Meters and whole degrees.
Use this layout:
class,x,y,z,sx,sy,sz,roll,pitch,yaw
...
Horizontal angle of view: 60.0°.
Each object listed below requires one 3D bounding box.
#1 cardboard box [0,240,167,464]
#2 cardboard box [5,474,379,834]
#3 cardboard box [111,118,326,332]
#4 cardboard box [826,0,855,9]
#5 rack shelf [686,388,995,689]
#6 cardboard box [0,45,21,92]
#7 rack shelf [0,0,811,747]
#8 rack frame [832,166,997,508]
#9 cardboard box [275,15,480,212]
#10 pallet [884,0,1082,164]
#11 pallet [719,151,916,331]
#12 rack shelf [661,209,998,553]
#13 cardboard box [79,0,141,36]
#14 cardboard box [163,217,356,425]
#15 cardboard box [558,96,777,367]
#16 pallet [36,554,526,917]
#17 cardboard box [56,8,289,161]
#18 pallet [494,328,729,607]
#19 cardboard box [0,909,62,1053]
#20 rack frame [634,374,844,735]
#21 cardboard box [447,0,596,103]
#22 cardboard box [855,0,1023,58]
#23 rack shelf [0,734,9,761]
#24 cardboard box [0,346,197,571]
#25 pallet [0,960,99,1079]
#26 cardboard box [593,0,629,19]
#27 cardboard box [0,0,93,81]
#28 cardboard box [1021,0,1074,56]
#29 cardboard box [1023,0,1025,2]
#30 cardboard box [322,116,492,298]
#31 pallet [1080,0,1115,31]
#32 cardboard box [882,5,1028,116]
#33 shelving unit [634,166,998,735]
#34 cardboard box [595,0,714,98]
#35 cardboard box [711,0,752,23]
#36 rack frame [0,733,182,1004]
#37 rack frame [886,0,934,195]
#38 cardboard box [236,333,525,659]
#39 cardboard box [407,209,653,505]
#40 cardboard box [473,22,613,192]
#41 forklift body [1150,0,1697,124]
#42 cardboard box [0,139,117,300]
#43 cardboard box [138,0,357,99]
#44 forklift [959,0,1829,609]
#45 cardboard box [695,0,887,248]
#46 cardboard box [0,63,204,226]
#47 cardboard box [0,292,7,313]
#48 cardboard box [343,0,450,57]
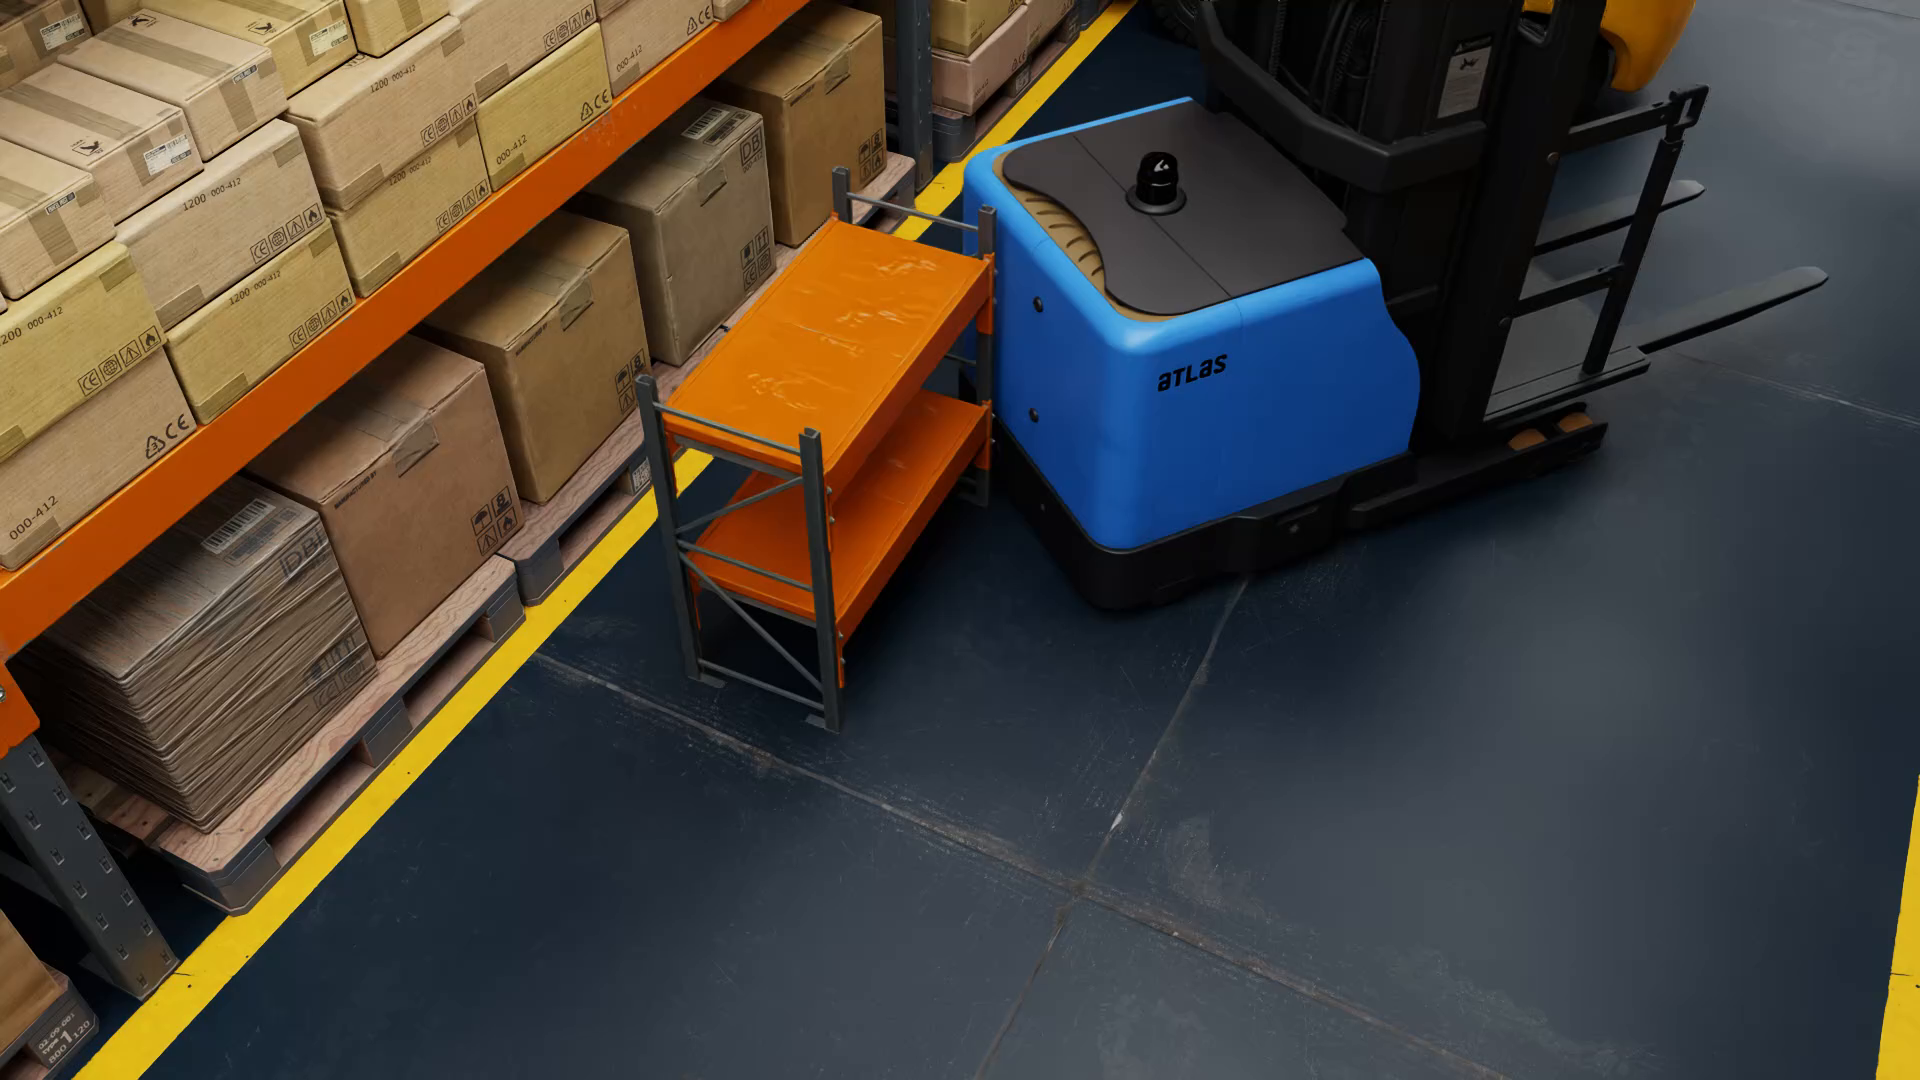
class,x,y,z,sx,sy,sz,roll,pitch,yaw
cardboard box,-1.989,-0.425,3.315,0.500,0.250,0.500,20,49,19
cardboard box,-2.132,0.187,4.330,0.875,0.625,0.625,22,49,20
cardboard box,-1.778,-0.749,3.635,0.500,0.250,0.500,22,49,20
cardboard box,-0.533,-2.363,6.763,0.500,0.250,0.500,19,48,18
rack shelf,-0.346,-0.083,4.885,0.538,0.278,1.000,18,48,17
cardboard box,-2.265,-0.991,3.594,0.380,0.149,0.250,20,49,19
rack shelf,-1.505,-1.119,4.752,1.077,0.370,4.000,20,49,19
rack frame,-0.131,-0.582,5.035,0.500,1.125,0.032,18,48,17
cardboard box,-1.519,-1.072,3.955,0.500,0.250,0.500,19,48,18
pallet,-0.171,-2.139,7.215,1.003,0.211,1.213,20,49,19
pallet,-0.885,-1.174,6.262,1.003,0.211,1.213,20,49,19
rack shelf,-0.346,-0.461,4.503,0.538,0.278,1.000,18,48,17
cardboard box,-2.023,-1.308,3.907,0.380,0.149,0.250,20,49,19
cardboard box,-1.774,-0.573,3.813,0.500,0.250,0.500,19,48,18
cardboard box,-1.176,-1.126,5.628,0.875,0.625,0.625,20,49,19
pallet,-2.017,0.363,4.743,1.003,0.211,1.213,20,49,19
cardboard box,-1.696,-0.986,3.589,0.380,0.149,0.250,21,49,19
pallet,-1.450,-0.403,5.500,1.003,0.211,1.213,20,49,19
cardboard box,-2.440,0.957,3.658,0.500,0.500,0.500,22,49,20
rack frame,-0.562,0.073,4.387,0.500,1.125,0.032,18,48,17
cardboard box,-1.304,-1.403,4.281,0.500,0.250,0.500,21,49,20
cardboard box,-0.079,-2.191,6.593,0.500,0.250,0.500,20,49,19
rack shelf,-3.362,1.401,2.262,1.077,0.370,4.000,20,49,19
cardboard box,-2.011,-0.258,3.501,0.500,0.250,0.500,21,49,19
pallet,-2.814,1.326,3.791,1.003,0.211,1.213,20,49,19
cardboard box,-1.053,-1.714,4.589,0.500,0.250,0.500,21,49,20
cardboard box,-2.213,-1.169,3.770,0.380,0.149,0.250,20,49,18
cardboard box,0.163,-2.333,7.085,0.500,0.250,0.500,19,48,18
cardboard box,0.153,-2.509,6.907,0.500,0.250,0.500,20,49,19
cardboard box,-1.541,-0.900,4.136,0.500,0.250,0.500,19,48,18
pallet,0.394,-2.910,7.977,1.003,0.211,1.213,20,49,19
cardboard box,-0.059,-2.008,6.764,0.500,0.250,0.500,21,49,19
shelving unit,-0.346,-0.255,4.711,0.538,1.125,1.048,18,48,17
cardboard box,-1.065,-1.554,4.782,0.500,0.250,0.500,21,49,19
cardboard box,-0.808,-1.856,5.081,0.500,0.250,0.500,20,49,19
rack frame,-2.434,-0.112,3.251,1.000,3.000,0.127,20,49,19
rack frame,-0.577,-2.632,5.742,1.000,3.000,0.127,20,49,19
cardboard box,-1.836,-0.227,4.740,0.875,0.625,0.625,22,49,20
cardboard box,-1.524,-0.651,5.159,0.875,0.625,0.625,19,48,17
cardboard box,-1.298,-1.226,4.458,0.500,0.250,0.500,22,49,20
forklift body,2.015,-3.056,6.758,2.313,2.155,1.214,20,49,19
cardboard box,-1.902,-0.647,3.254,0.380,0.149,0.250,21,49,20
cardboard box,-1.605,-1.154,3.756,0.380,0.149,0.250,21,49,19
forklift,1.552,-1.549,4.720,3.031,2.935,1.130,-19,48,-18
cardboard box,-0.809,-1.612,6.109,0.875,0.625,0.625,23,50,21
cardboard box,-1.806,-0.817,3.422,0.380,0.149,0.250,22,49,20
cardboard box,-2.025,-0.478,3.087,0.380,0.149,0.250,22,49,20
cardboard box,-1.435,-1.295,3.894,0.380,0.149,0.250,21,49,20
